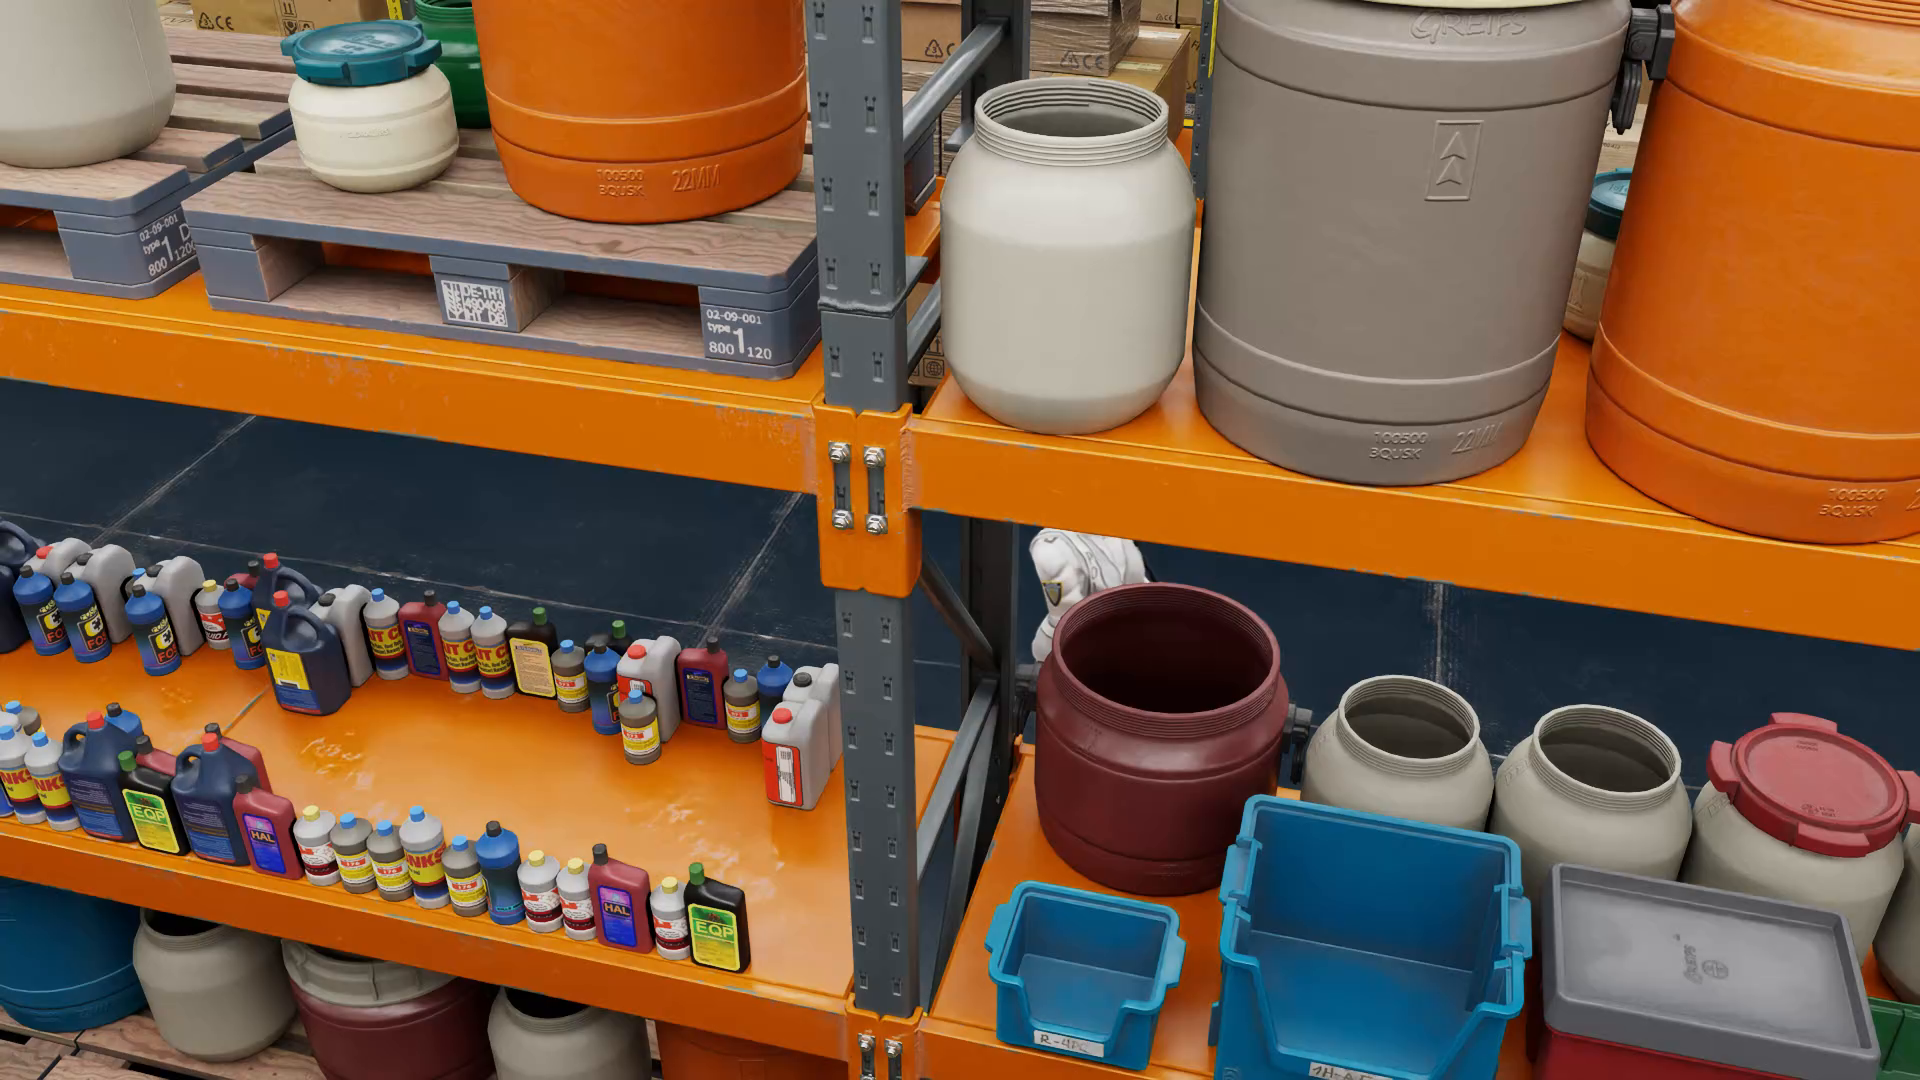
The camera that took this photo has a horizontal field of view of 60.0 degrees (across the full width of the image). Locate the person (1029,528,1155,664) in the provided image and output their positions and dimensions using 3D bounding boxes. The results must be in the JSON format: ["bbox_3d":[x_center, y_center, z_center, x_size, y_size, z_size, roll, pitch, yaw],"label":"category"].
[{"bbox_3d":[0.474,0.416,5.475,0.556,1.686,0.461,19,37,26],"label":"person"}]
